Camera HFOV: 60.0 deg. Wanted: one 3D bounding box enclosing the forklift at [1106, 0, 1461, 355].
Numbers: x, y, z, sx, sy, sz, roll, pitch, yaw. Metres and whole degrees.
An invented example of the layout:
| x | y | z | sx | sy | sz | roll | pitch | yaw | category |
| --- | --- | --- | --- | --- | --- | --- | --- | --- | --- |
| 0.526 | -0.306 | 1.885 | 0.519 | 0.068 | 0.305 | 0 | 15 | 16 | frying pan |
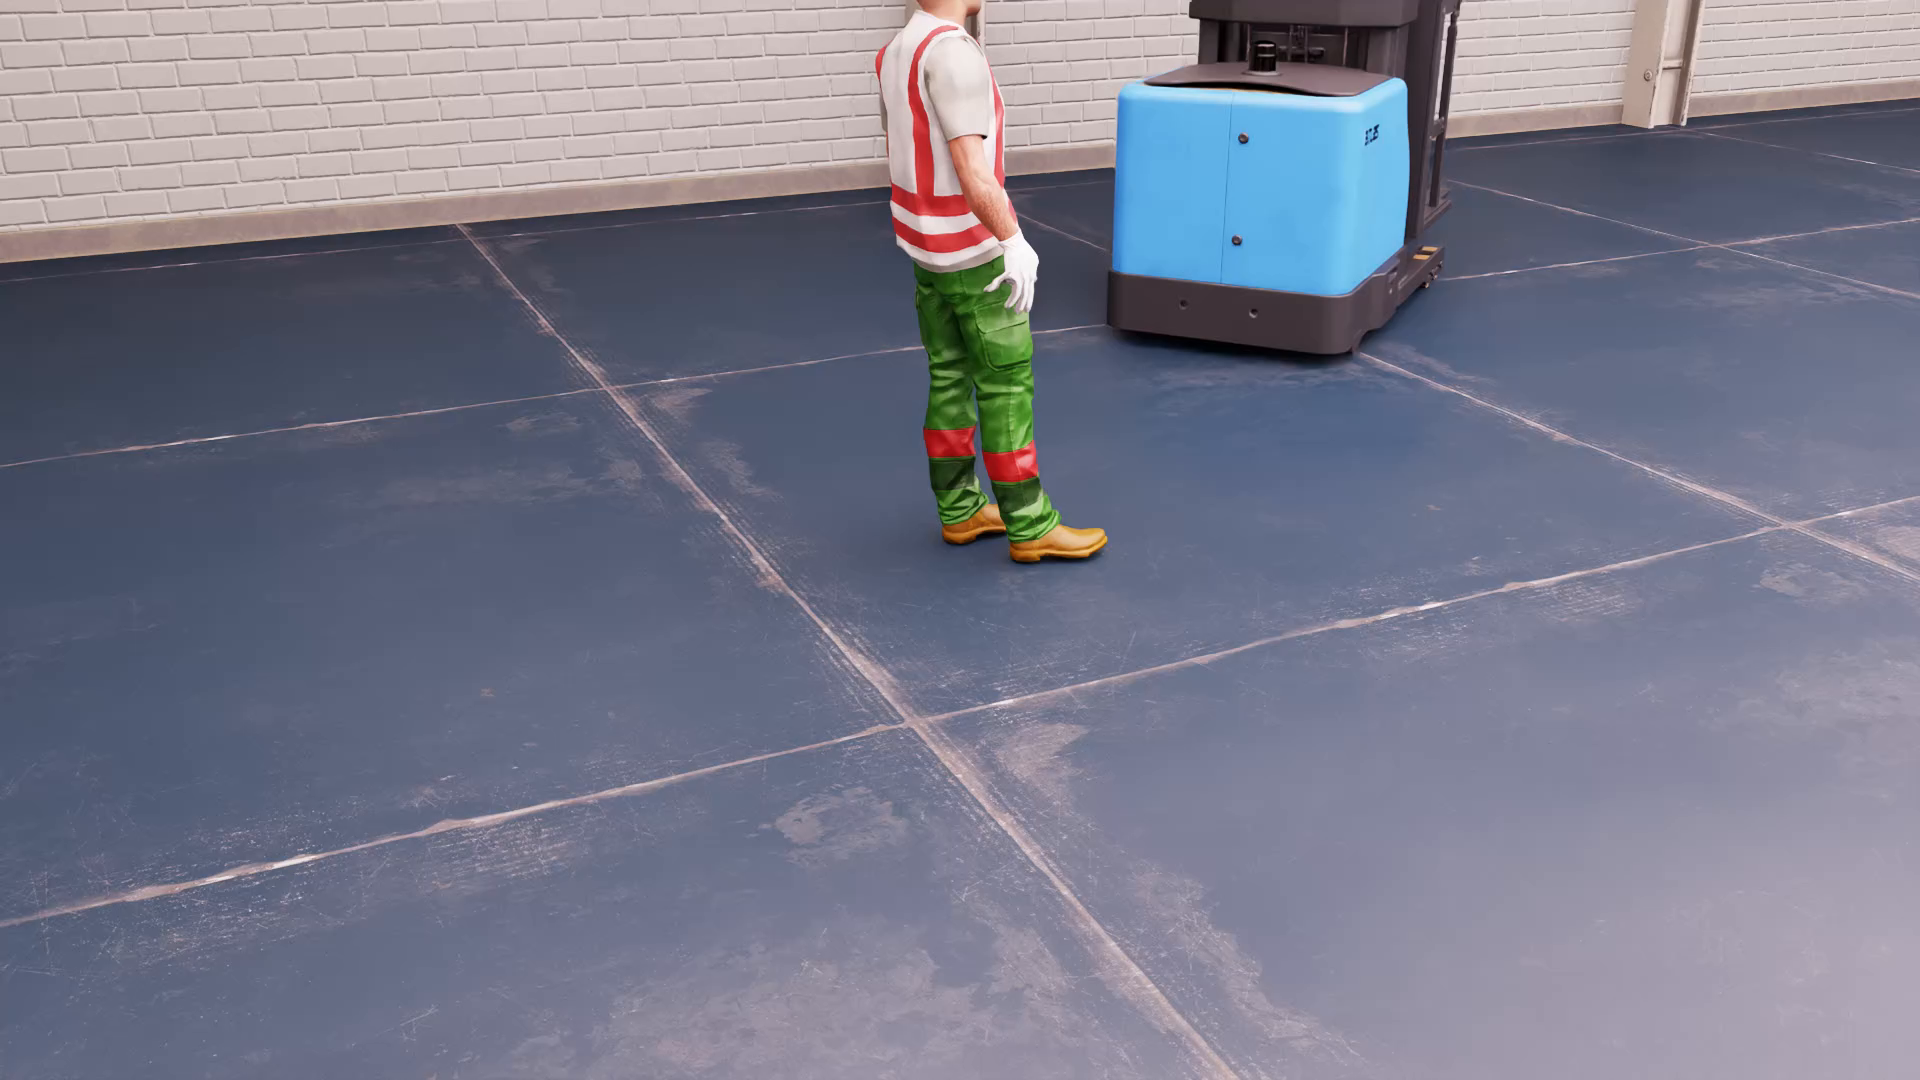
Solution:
| x | y | z | sx | sy | sz | roll | pitch | yaw | category |
| --- | --- | --- | --- | --- | --- | --- | --- | --- | --- |
| 1.736 | -2.632 | 7.623 | 1.130 | 2.935 | 3.031 | 11 | 25 | 24 | forklift |

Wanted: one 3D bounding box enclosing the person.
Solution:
| x | y | z | sx | sy | sz | roll | pitch | yaw | category |
| --- | --- | --- | --- | --- | --- | --- | --- | --- | --- |
| 0.077 | -0.842 | 4.782 | 0.564 | 1.787 | 0.638 | -10 | 25 | -23 | person |
